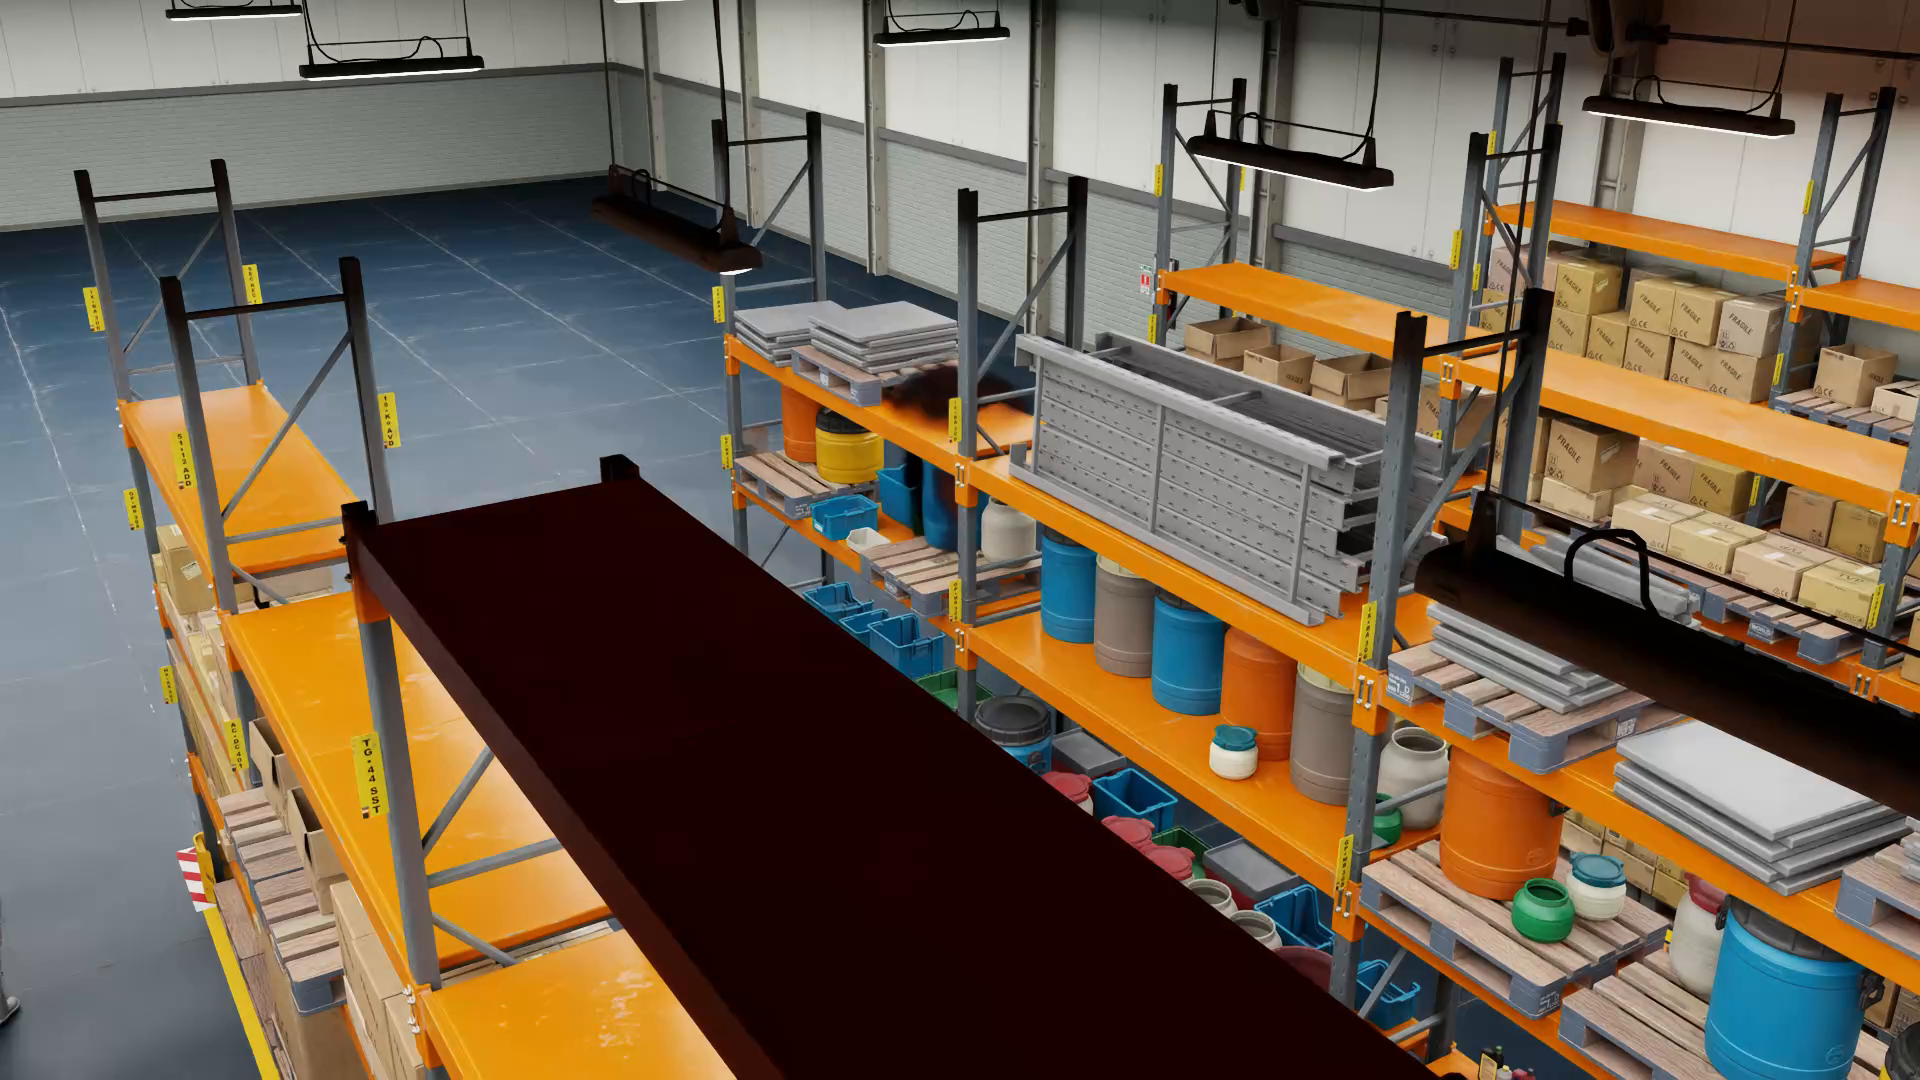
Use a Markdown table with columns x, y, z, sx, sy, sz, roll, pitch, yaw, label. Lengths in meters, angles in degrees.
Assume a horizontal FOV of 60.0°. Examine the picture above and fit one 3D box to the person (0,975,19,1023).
| x | y | z | sx | sy | sz | roll | pitch | yaw | label |
| --- | --- | --- | --- | --- | --- | --- | --- | --- | --- |
| -7.295 | 2.782 | 12.173 | 0.484 | 1.700 | 0.387 | 5 | 22 | 11 | person |
